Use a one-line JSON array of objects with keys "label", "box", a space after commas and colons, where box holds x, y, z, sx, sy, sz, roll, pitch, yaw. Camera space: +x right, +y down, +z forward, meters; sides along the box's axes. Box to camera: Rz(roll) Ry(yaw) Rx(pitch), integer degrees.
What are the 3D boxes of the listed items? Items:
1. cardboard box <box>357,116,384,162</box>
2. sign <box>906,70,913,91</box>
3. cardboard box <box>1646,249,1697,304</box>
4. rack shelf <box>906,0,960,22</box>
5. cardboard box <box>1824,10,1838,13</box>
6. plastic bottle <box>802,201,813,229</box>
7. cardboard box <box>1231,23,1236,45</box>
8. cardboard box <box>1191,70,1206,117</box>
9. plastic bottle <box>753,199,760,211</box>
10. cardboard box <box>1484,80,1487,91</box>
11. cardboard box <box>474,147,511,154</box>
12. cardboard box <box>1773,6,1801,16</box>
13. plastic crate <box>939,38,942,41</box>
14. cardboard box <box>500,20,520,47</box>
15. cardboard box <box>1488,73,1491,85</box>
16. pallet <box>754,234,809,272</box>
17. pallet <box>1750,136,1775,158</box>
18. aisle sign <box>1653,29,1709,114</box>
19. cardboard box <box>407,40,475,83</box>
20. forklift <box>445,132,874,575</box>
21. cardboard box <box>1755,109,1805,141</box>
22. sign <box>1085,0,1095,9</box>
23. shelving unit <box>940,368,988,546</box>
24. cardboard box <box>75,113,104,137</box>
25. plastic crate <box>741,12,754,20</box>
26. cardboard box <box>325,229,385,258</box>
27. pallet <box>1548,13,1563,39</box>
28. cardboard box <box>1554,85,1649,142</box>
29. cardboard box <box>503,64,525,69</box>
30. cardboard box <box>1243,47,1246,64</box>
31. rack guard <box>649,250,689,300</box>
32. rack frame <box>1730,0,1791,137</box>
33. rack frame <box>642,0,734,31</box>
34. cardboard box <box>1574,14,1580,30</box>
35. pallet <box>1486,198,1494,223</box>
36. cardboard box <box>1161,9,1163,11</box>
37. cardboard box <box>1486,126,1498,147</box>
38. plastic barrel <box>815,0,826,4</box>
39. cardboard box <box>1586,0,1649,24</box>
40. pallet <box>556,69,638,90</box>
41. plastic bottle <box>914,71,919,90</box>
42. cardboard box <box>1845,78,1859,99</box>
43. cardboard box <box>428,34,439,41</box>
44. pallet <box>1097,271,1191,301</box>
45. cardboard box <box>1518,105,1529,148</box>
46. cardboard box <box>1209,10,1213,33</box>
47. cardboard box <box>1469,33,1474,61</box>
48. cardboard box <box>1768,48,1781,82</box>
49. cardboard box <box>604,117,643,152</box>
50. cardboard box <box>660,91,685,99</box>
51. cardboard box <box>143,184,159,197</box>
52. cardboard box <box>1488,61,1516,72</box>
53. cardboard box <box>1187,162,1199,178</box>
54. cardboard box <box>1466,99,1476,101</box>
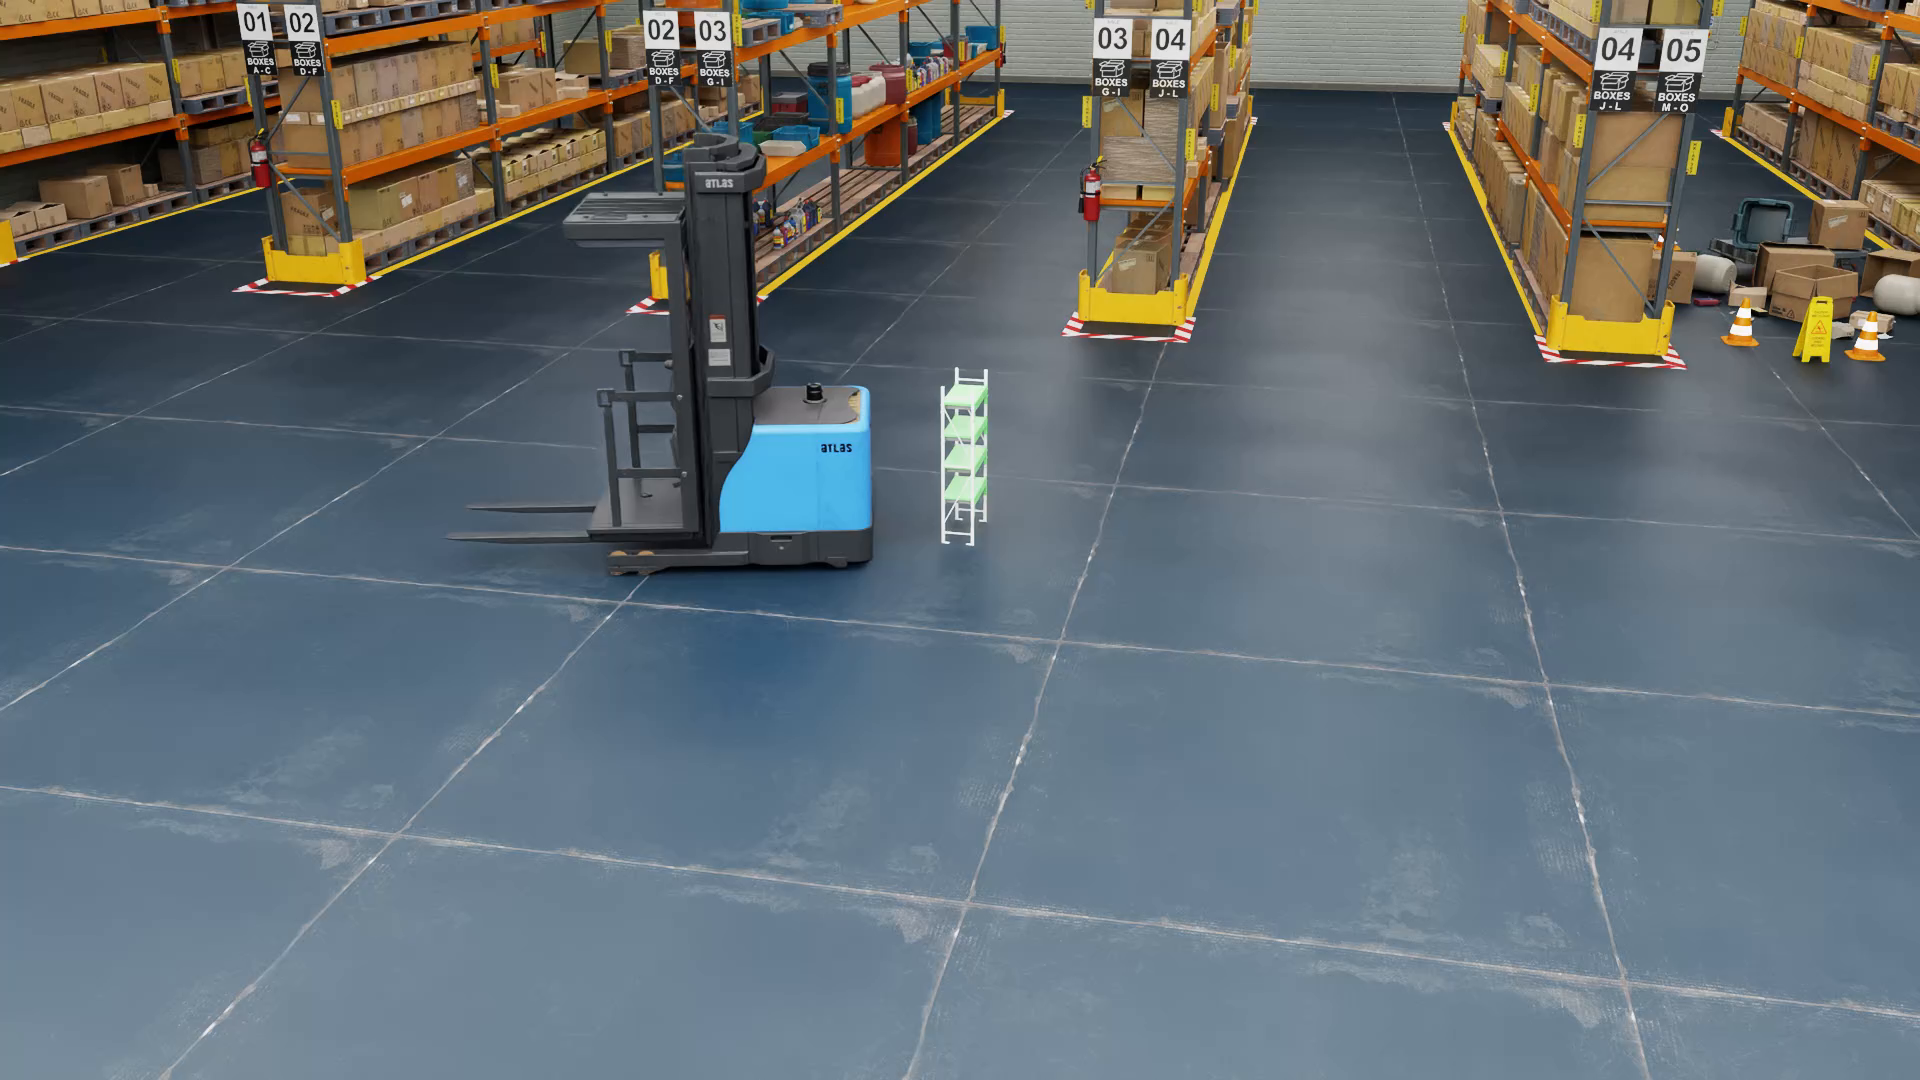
[{"label": "cardboard box", "box": [-7.596, -4.976, 20.559, 0.700, 0.500, 0.500, 5, 22, 12]}, {"label": "sign", "box": [-0.786, -7.150, 25.874, 0.100, 0.325, 0.005, 4, 22, 11]}, {"label": "cardboard box", "box": [8.230, -3.054, 19.265, 0.500, 0.500, 0.500, 8, 23, 20]}, {"label": "rack shelf", "box": [-0.918, -8.903, 27.393, 1.077, 0.370, 4.000, 4, 22, 11]}, {"label": "cardboard box", "box": [14.600, -8.723, 27.658, 0.380, 0.149, 0.250, 4, 22, 9]}, {"label": "plastic bottle", "box": [-2.030, -4.299, 21.969, 0.144, 0.351, 0.185, 3, 22, 8]}, {"label": "cardboard box", "box": [4.217, -8.477, 27.910, 0.797, 0.503, 0.637, 4, 22, 10]}, {"label": "cardboard box", "box": [2.575, -5.188, 19.349, 0.500, 0.500, 0.500, 4, 22, 11]}, {"label": "plastic bottle", "box": [-2.713, -4.363, 22.128, 0.144, 0.351, 0.185, 5, 22, 12]}, {"label": "cardboard box", "box": [8.168, -6.891, 25.222, 0.380, 0.149, 0.250, 4, 22, 10]}, {"label": "cardboard box", "box": [-6.984, -5.753, 24.990, 0.500, 0.311, 0.500, 4, 22, 11]}, {"label": "cardboard box", "box": [14.156, -9.045, 28.457, 0.380, 0.149, 0.250, 4, 22, 10]}, {"label": "plastic crate", "box": [-0.200, -9.684, 32.527, 0.416, 0.233, 0.300, 4, 22, 11]}, {"label": "cardboard box", "box": [-9.624, -10.480, 33.958, 0.980, 0.700, 0.700, 4, 22, 10]}, {"label": "cardboard box", "box": [8.066, -6.851, 24.725, 0.380, 0.149, 0.250, 5, 23, 13]}, {"label": "pallet", "box": [-2.567, -3.668, 21.178, 1.003, 0.211, 1.213, 4, 22, 11]}, {"label": "pallet", "box": [14.519, -6.870, 29.129, 1.003, 0.211, 1.213, 4, 22, 11]}, {"label": "aisle sign", "box": [7.005, -4.553, 16.163, 0.394, 0.787, 0.004, 4, 22, 11]}, {"label": "cardboard box", "box": [-7.075, -6.516, 22.646, 0.700, 0.500, 0.500, 5, 22, 11]}, {"label": "forklift", "box": [-2.152, -1.313, 11.690, 3.031, 2.935, 1.130, -1, 22, -2]}, {"label": "cardboard box", "box": [14.642, -7.329, 29.403, 0.875, 0.438, 0.875, 5, 22, 12]}, {"label": "sign", "box": [1.351, -5.662, 17.198, 0.100, 0.325, 0.005, 4, 22, 11]}, {"label": "shelving unit", "box": [0.034, -0.617, 12.280, 0.258, 1.200, 0.503, 4, 22, 11]}, {"label": "cardboard box", "box": [-11.939, -5.599, 22.415, 0.500, 0.250, 0.500, 5, 22, 11]}, {"label": "plastic crate", "box": [-2.730, -6.388, 20.468, 0.336, 0.188, 0.450, 4, 22, 11]}, {"label": "cardboard box", "box": [-7.479, -3.666, 20.559, 0.500, 0.250, 0.500, 4, 22, 11]}, {"label": "pallet", "box": [7.365, -5.910, 19.117, 1.003, 0.211, 1.213, 4, 22, 11]}, {"label": "cardboard box", "box": [7.089, -4.705, 18.375, 0.875, 0.550, 0.500, 4, 22, 11]}, {"label": "cardboard box", "box": [-9.285, -9.807, 34.604, 0.380, 0.149, 0.250, 4, 22, 10]}, {"label": "cardboard box", "box": [4.798, -8.601, 29.498, 0.500, 0.250, 0.500, 4, 22, 11]}, {"label": "rack guard", "box": [-2.989, -3.060, 19.283, 1.175, 0.500, 0.348, 4, 22, 11]}, {"label": "rack frame", "box": [14.857, -8.907, 30.454, 1.000, 3.000, 0.127, 4, 22, 11]}, {"label": "rack frame", "box": [-2.958, -6.971, 17.617, 1.000, 3.000, 0.127, 4, 22, 11]}, {"label": "cardboard box", "box": [6.669, -5.431, 17.450, 0.380, 0.149, 0.250, 4, 22, 10]}, {"label": "pallet", "box": [8.123, -4.745, 23.854, 1.003, 0.211, 1.213, 4, 22, 11]}, {"label": "cardboard box", "box": [2.477, -5.968, 18.810, 0.380, 0.149, 0.250, 4, 22, 10]}, {"label": "cardboard box", "box": [8.333, -6.160, 25.414, 0.500, 0.250, 0.500, 5, 22, 12]}, {"label": "plastic barrel", "box": [-2.117, -7.717, 22.813, 0.600, 0.901, 0.600, 0, 22, 0]}, {"label": "cardboard box", "box": [6.552, -5.297, 16.582, 0.500, 0.250, 0.500, 5, 22, 12]}, {"label": "pallet", "box": [-6.105, -7.657, 27.608, 1.213, 0.211, 1.003, 4, 22, 11]}, {"label": "plastic bottle", "box": [-0.707, -7.493, 27.099, 0.061, 0.283, 0.133, 4, 22, 11]}, {"label": "cardboard box", "box": [13.176, -6.528, 24.078, 0.500, 0.250, 0.500, 4, 22, 10]}, {"label": "cardboard box", "box": [-10.056, -9.338, 30.965, 0.500, 0.500, 0.500, 4, 22, 10]}, {"label": "pallet", "box": [2.106, -2.839, 19.121, 1.003, 0.211, 1.213, 4, 22, 11]}, {"label": "cardboard box", "box": [7.490, -5.301, 21.367, 0.500, 0.500, 0.500, 4, 22, 10]}, {"label": "cardboard box", "box": [2.753, -6.219, 19.965, 0.500, 0.250, 0.500, 5, 22, 12]}, {"label": "cardboard box", "box": [9.334, -8.726, 29.472, 0.500, 0.500, 0.500, 4, 22, 10]}, {"label": "cardboard box", "box": [14.073, -8.053, 28.200, 0.500, 0.500, 0.500, 4, 22, 10]}, {"label": "cardboard box", "box": [-5.700, -6.874, 28.164, 0.500, 0.500, 0.500, 4, 22, 9]}, {"label": "cardboard box", "box": [-5.519, -8.230, 31.532, 0.500, 0.500, 0.500, 4, 22, 11]}, {"label": "cardboard box", "box": [-11.920, -5.098, 24.201, 0.380, 0.166, 0.250, 2, 22, 4]}, {"label": "cardboard box", "box": [8.116, -7.077, 24.889, 0.380, 0.149, 0.250, 5, 23, 13]}, {"label": "cardboard box", "box": [2.583, -4.321, 19.405, 0.380, 0.149, 0.250, 4, 22, 11]}, {"label": "cardboard box", "box": [9.612, -8.120, 30.957, 0.380, 0.149, 0.250, 5, 22, 12]}]
